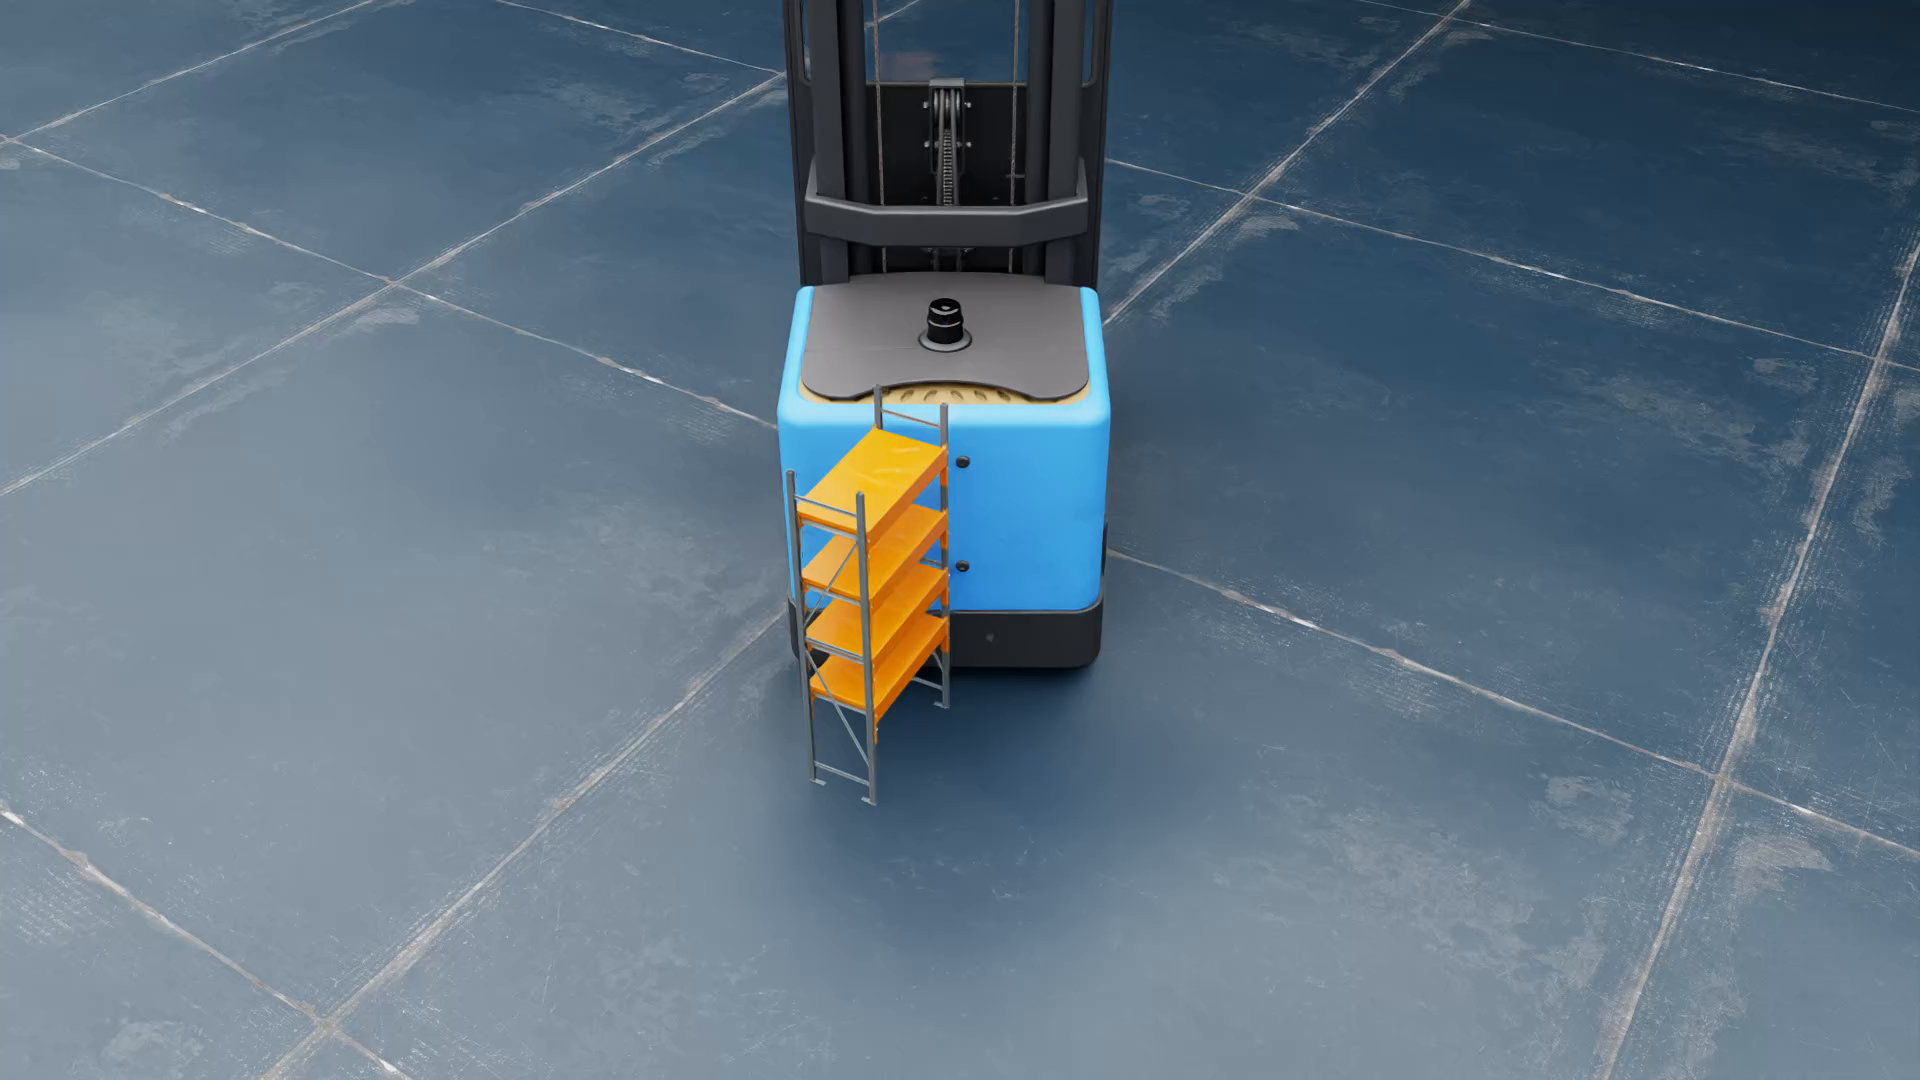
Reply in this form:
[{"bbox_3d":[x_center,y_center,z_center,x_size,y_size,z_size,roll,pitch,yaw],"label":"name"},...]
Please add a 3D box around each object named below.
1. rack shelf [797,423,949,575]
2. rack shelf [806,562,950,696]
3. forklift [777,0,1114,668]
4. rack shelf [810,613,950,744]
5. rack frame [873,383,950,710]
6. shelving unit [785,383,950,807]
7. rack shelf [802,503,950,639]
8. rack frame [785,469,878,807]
[{"bbox_3d":[-0.255,-0.126,4.787,0.258,0.148,0.480,17,41,21],"label":"rack shelf"},{"bbox_3d":[-0.255,0.238,5.068,0.258,0.148,0.480,17,41,21],"label":"rack shelf"},{"bbox_3d":[-0.039,-1.602,5.927,1.130,2.935,3.031,0,38,0],"label":"forklift"},{"bbox_3d":[-0.255,0.395,5.190,0.258,0.148,0.480,17,41,21],"label":"rack shelf"},{"bbox_3d":[-0.144,0.052,5.199,0.240,1.200,0.015,17,41,21],"label":"rack frame"},{"bbox_3d":[-0.255,0.185,5.027,0.258,1.200,0.503,17,41,21],"label":"shelving unit"},{"bbox_3d":[-0.255,0.061,4.932,0.258,0.148,0.480,17,41,21],"label":"rack shelf"},{"bbox_3d":[-0.366,0.318,4.855,0.240,1.200,0.015,17,41,21],"label":"rack frame"}]
